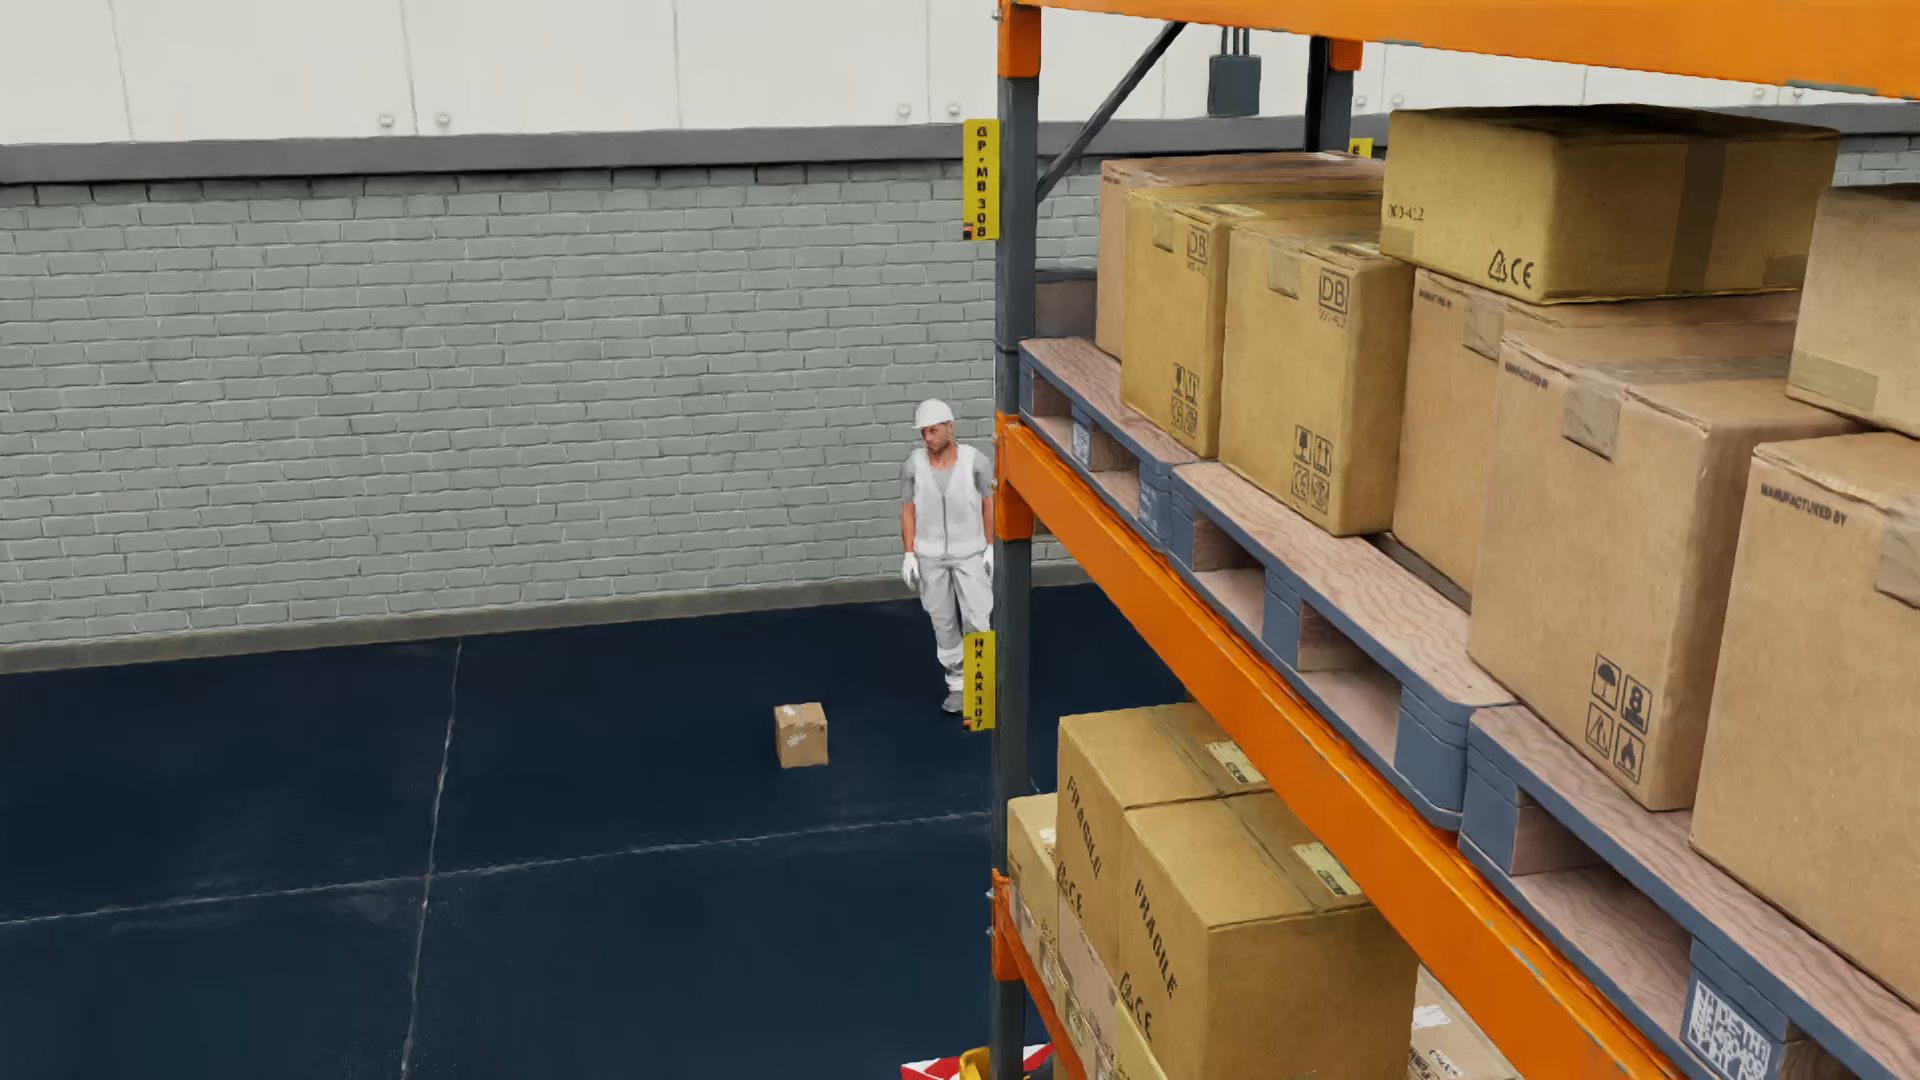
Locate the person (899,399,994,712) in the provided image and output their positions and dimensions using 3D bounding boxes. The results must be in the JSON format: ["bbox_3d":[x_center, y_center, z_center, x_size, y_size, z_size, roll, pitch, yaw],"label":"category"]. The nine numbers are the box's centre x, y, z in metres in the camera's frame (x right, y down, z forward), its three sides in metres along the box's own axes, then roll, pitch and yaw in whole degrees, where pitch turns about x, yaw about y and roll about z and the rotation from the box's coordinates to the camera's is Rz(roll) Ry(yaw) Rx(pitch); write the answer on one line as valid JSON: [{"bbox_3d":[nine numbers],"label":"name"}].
[{"bbox_3d":[-0.056,0.077,9.279,0.566,1.772,0.508,1,19,4],"label":"person"}]
